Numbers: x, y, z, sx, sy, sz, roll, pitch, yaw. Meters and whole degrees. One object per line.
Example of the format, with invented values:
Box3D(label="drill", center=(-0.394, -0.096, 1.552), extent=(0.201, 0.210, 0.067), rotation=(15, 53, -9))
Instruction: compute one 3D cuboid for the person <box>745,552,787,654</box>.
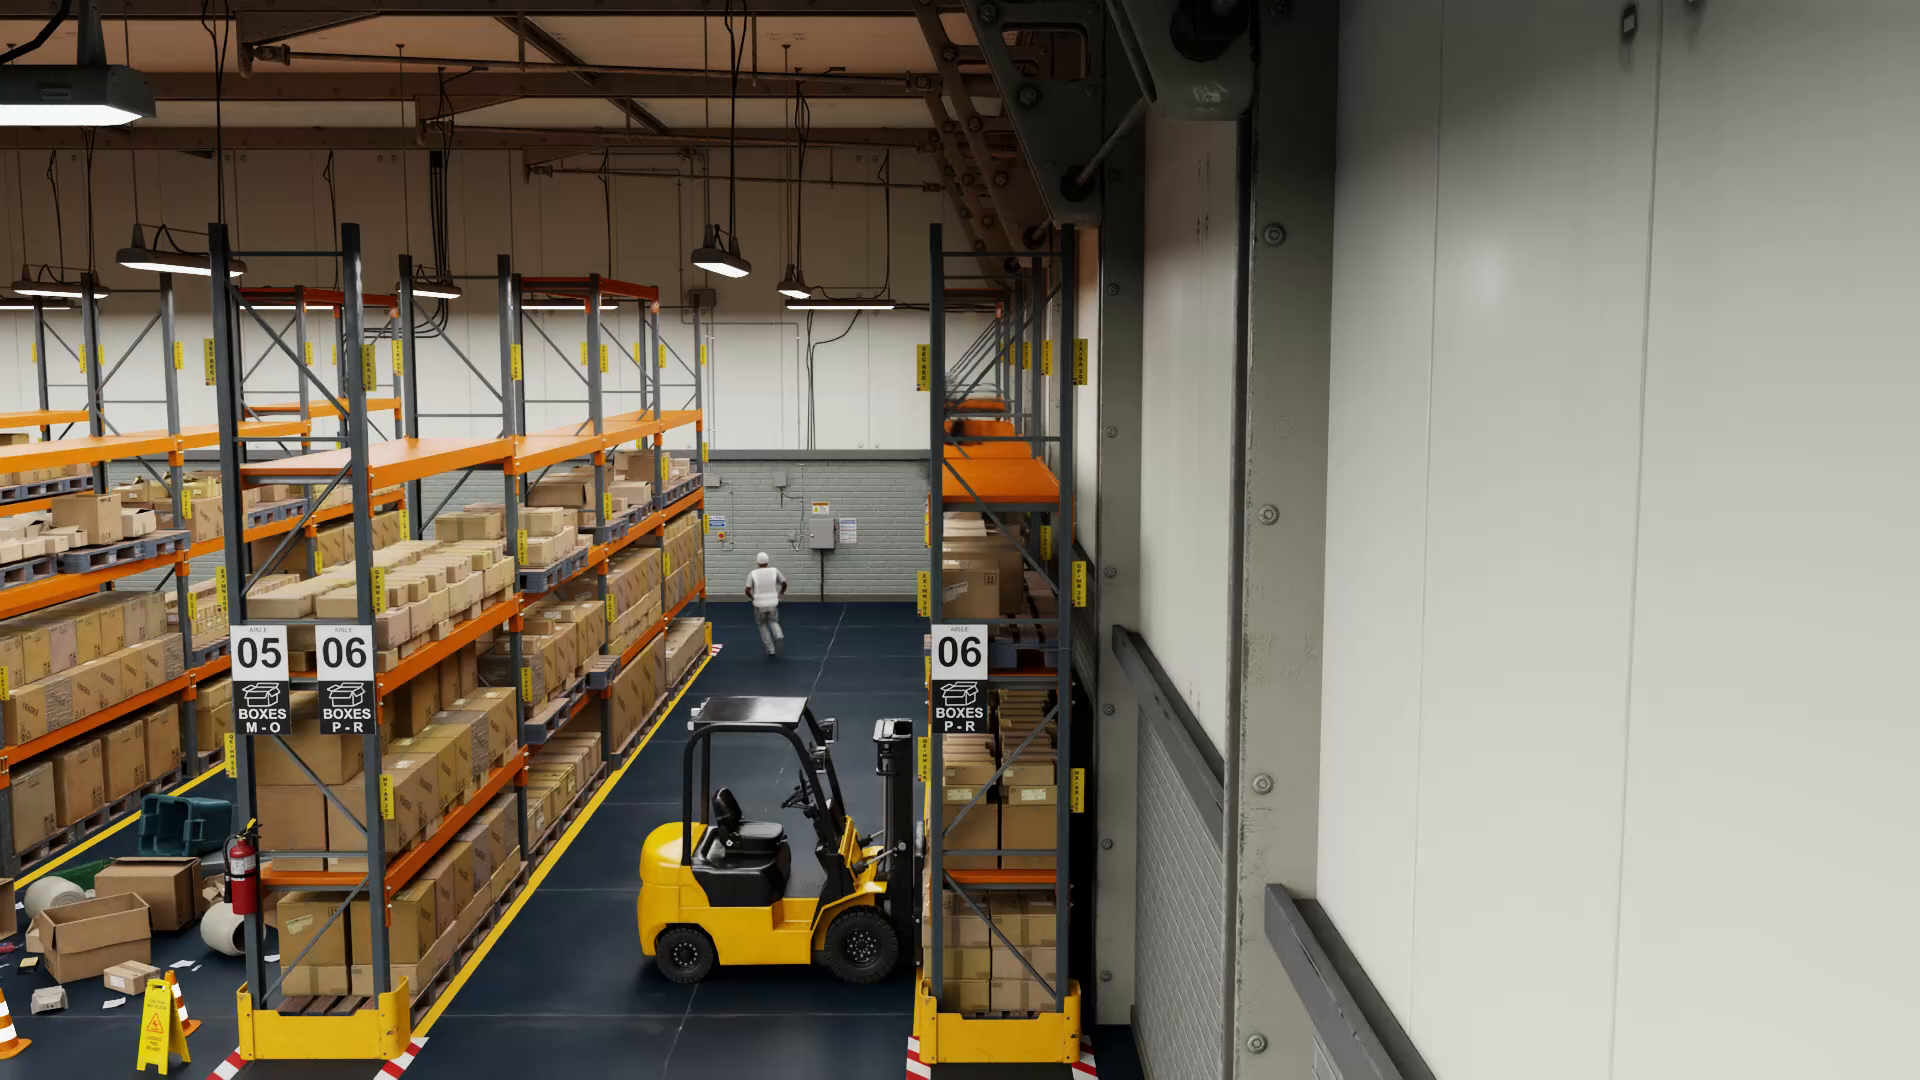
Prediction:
Box3D(label="person", center=(-3.248, 1.074, 27.809), extent=(0.702, 1.736, 0.587), rotation=(-2, 7, -19))
